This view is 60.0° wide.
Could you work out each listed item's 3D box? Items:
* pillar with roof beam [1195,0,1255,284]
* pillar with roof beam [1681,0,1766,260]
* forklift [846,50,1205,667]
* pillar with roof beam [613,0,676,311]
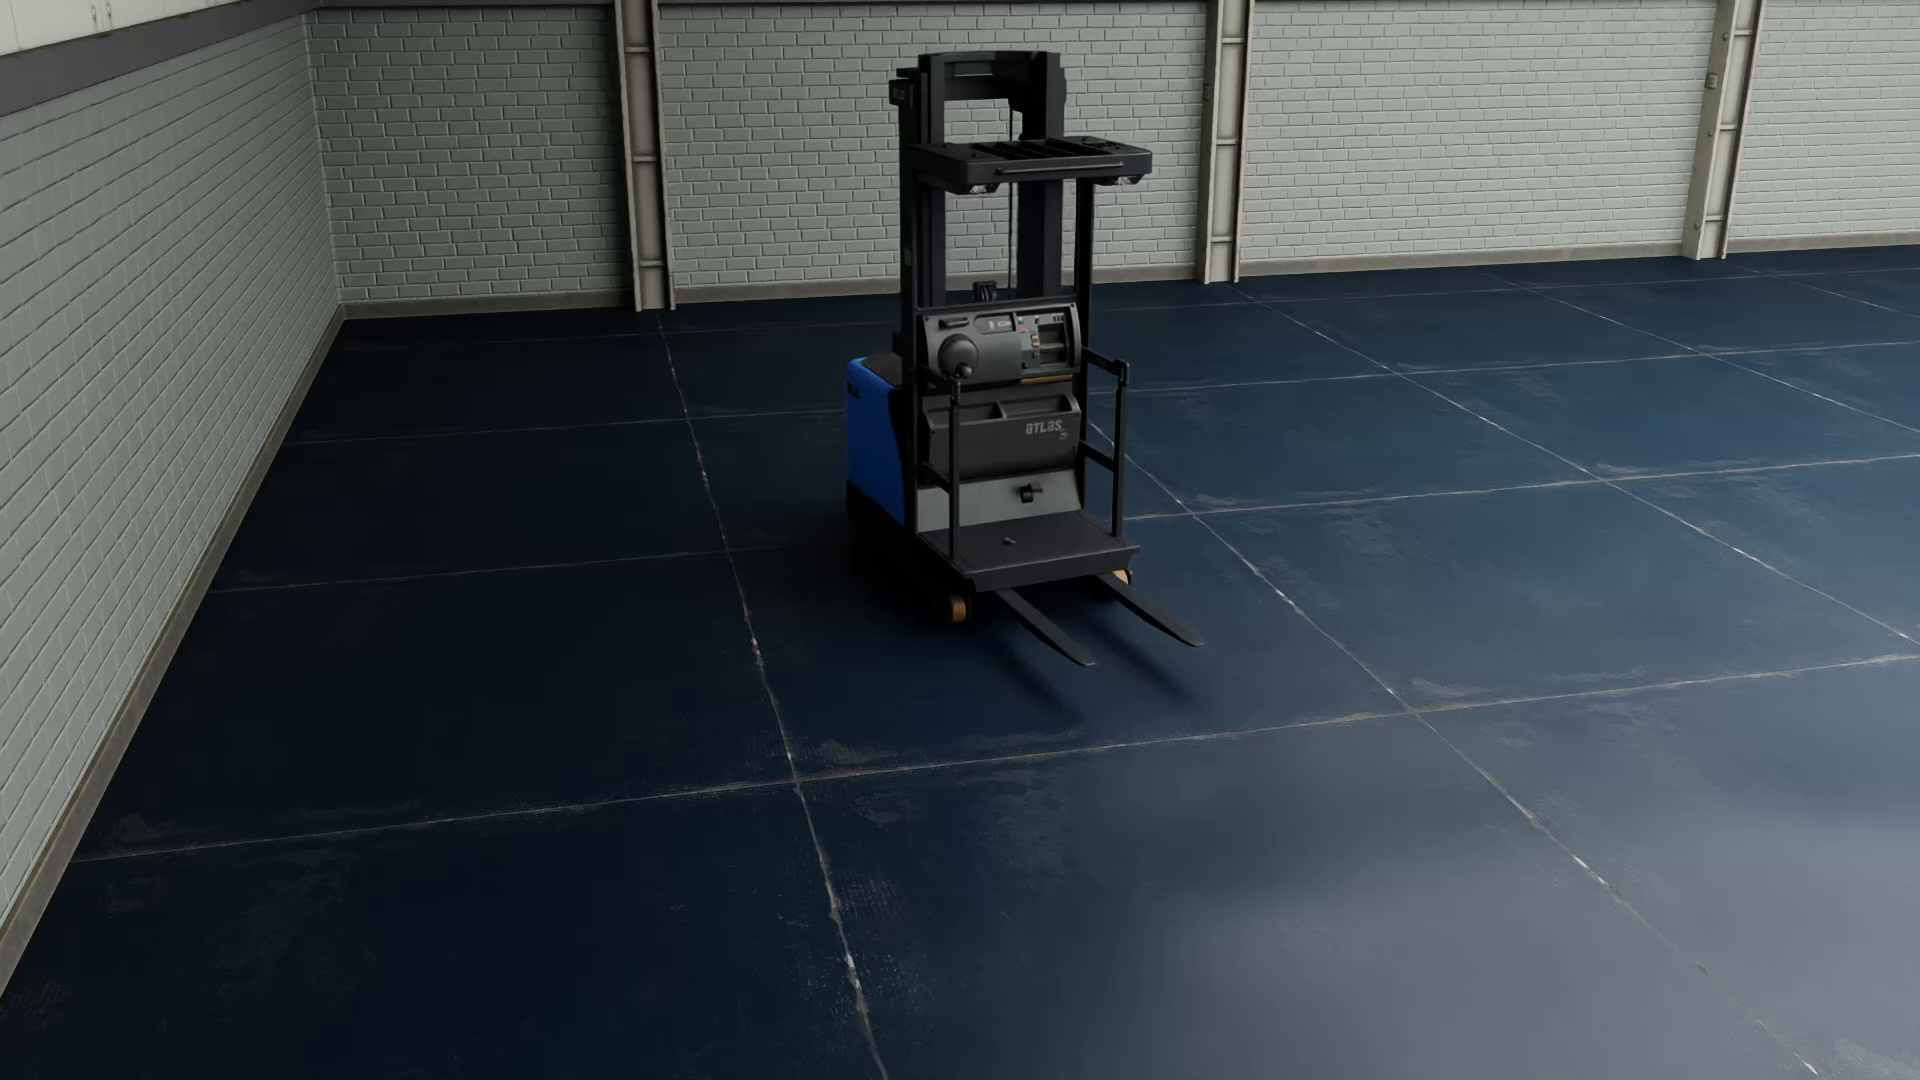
[{"bbox_3d":[3.763,-5.596,12.510,0.400,9.000,9.100,-5,21,-12],"label":"pillar with roof beam"},{"bbox_3d":[9.602,-6.071,13.806,0.400,9.000,9.100,-5,21,-12],"label":"pillar with roof beam"},{"bbox_3d":[0.321,-1.085,9.015,1.130,2.935,3.031,-8,22,-21],"label":"forklift"},{"bbox_3d":[-2.076,-5.122,11.213,0.400,9.000,9.100,-5,21,-12],"label":"pillar with roof beam"}]
